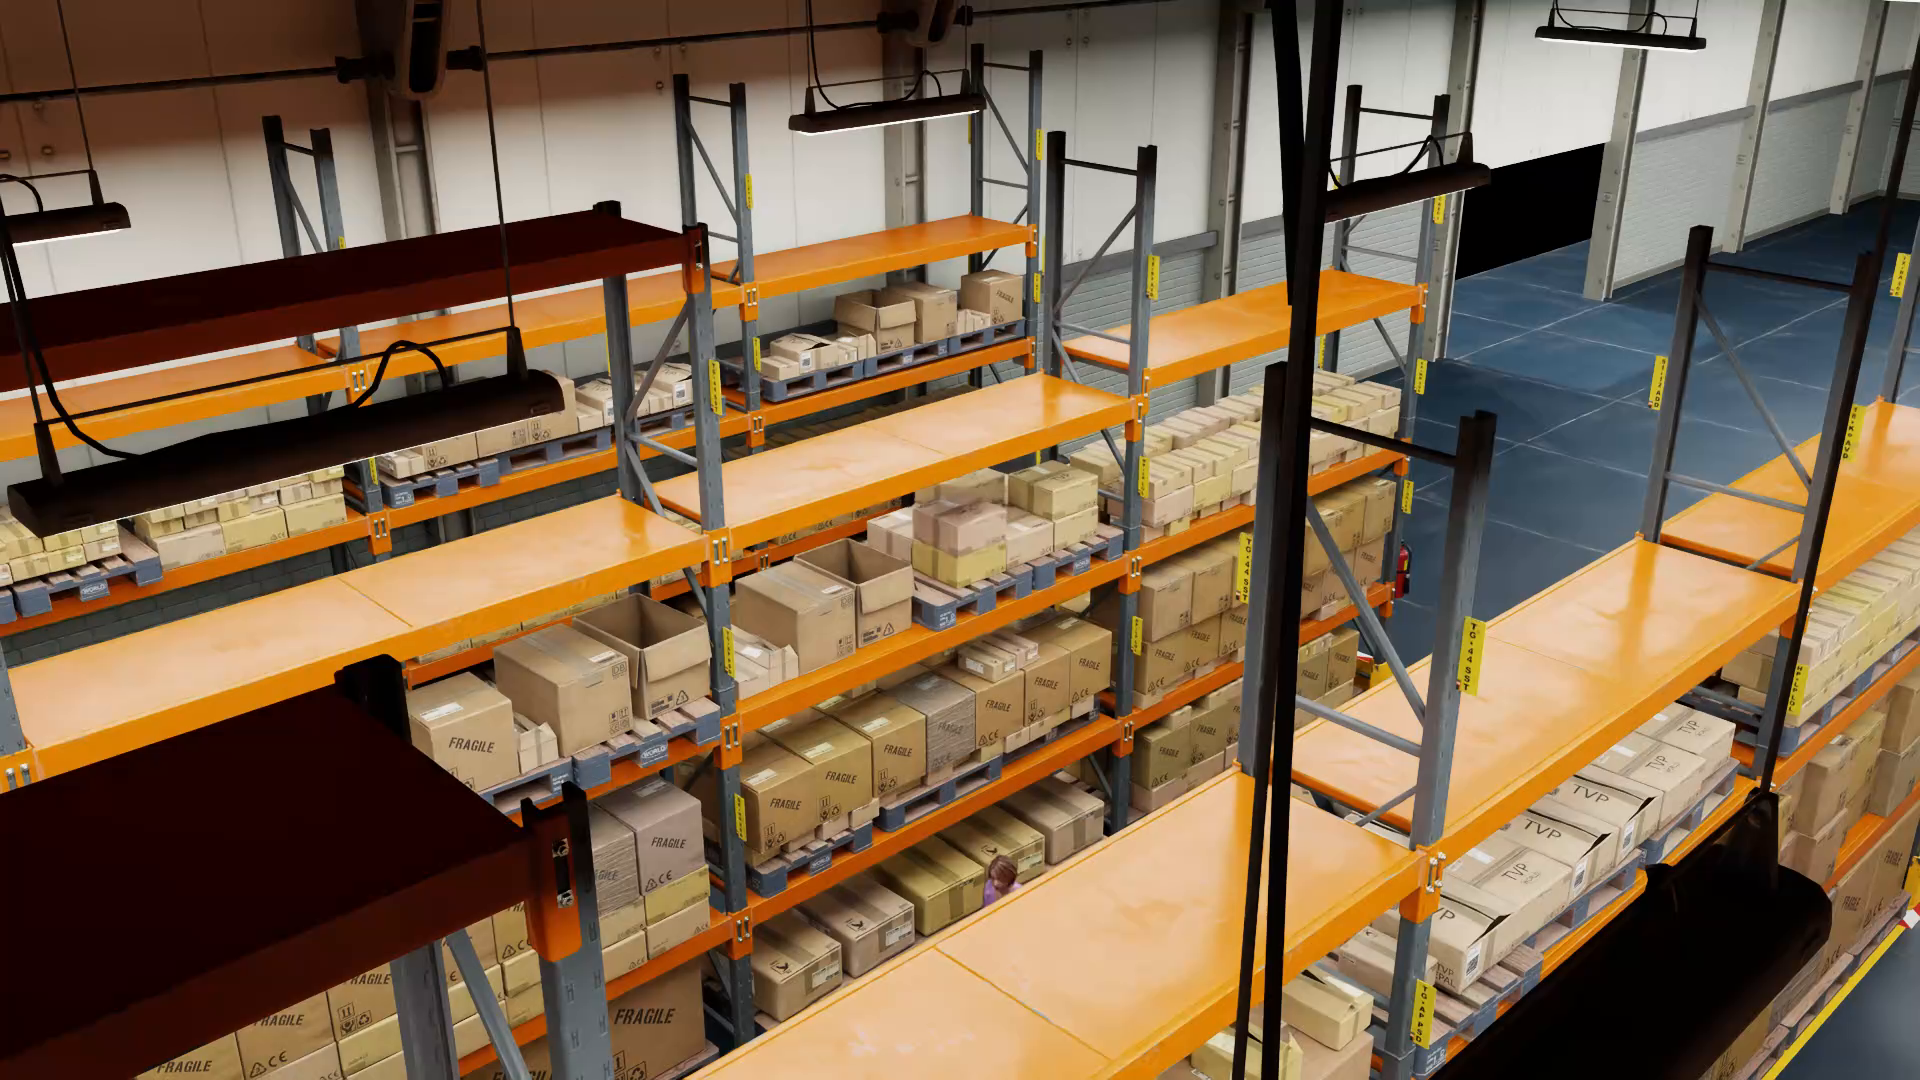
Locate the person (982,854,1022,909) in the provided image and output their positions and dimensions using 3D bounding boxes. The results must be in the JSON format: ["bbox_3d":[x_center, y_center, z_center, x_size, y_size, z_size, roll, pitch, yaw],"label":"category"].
[{"bbox_3d":[0.367,2.916,11.749,0.446,1.619,0.467,17,28,36],"label":"person"}]
